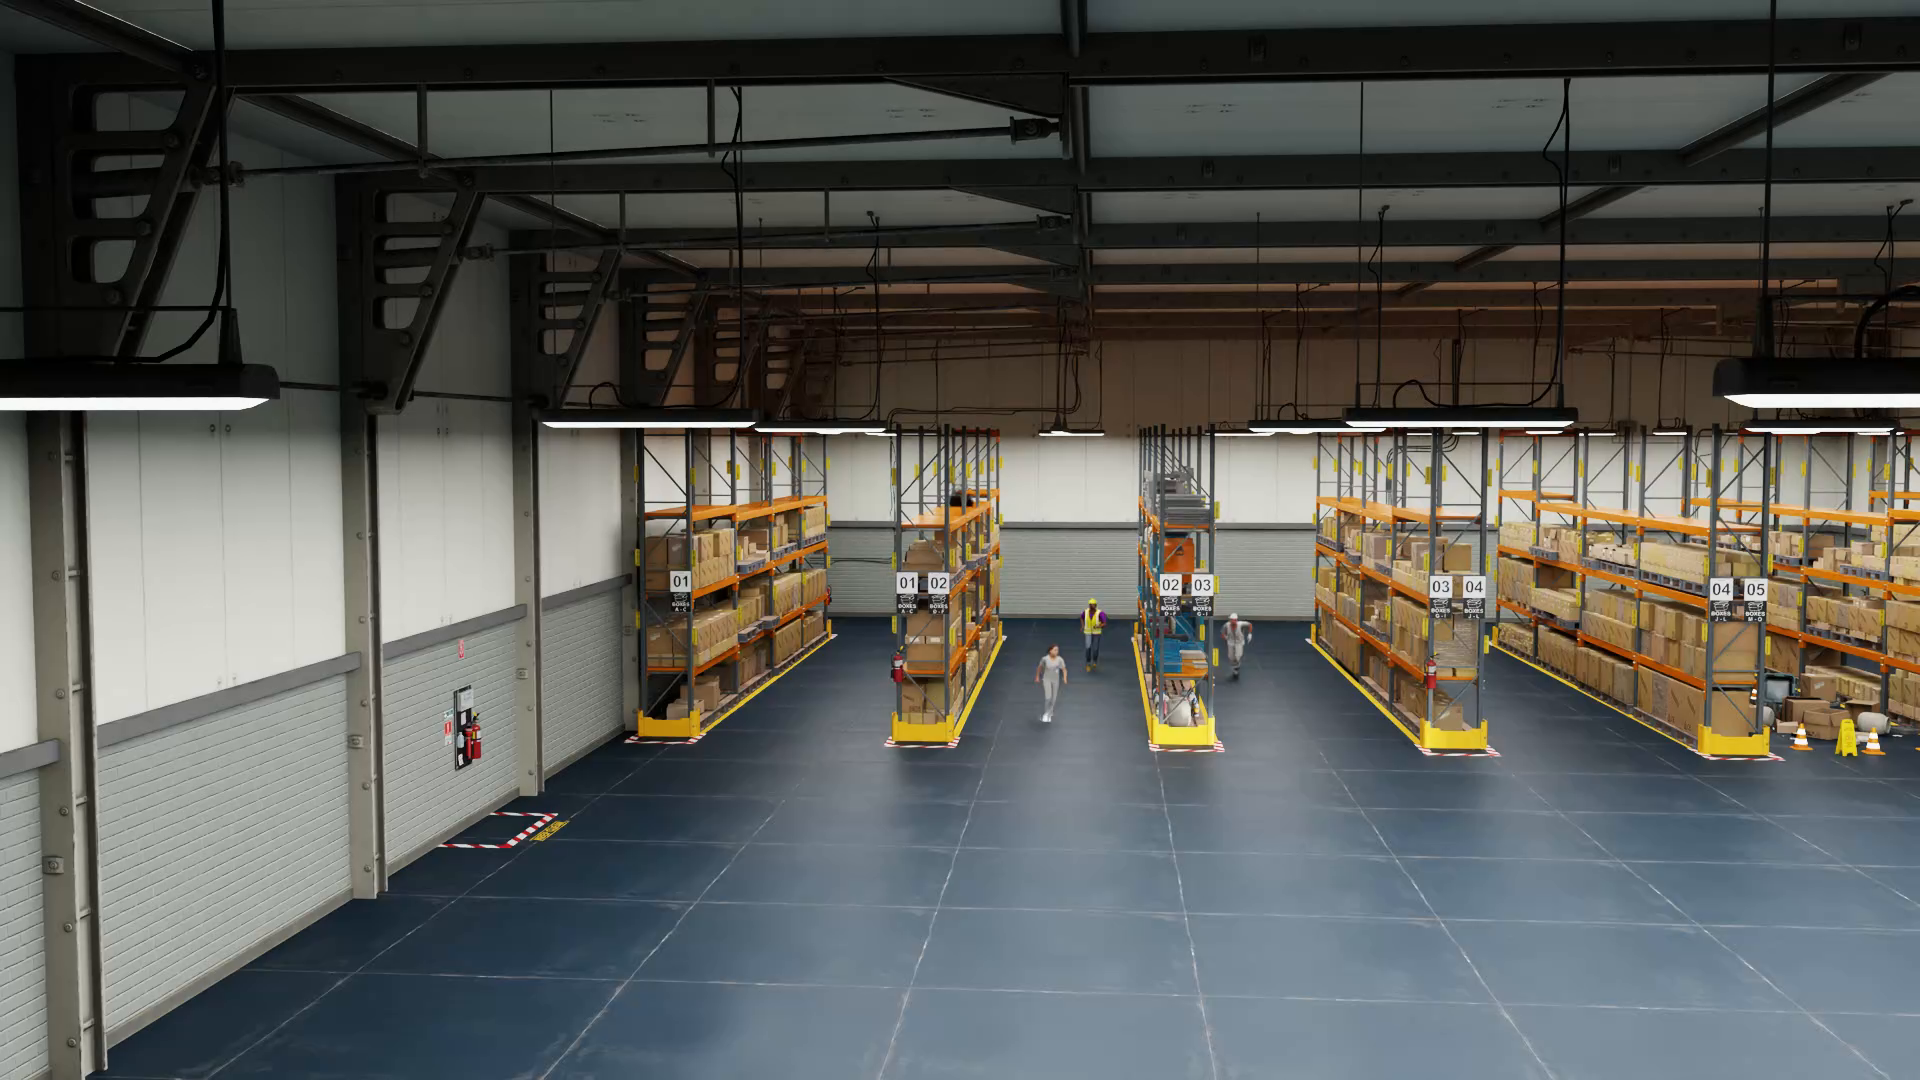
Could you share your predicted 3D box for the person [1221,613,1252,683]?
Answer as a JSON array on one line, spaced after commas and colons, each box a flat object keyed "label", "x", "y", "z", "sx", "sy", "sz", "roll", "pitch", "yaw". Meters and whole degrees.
[{"label": "person", "x": 6.508, "y": 2.523, "z": 39.147, "sx": 0.711, "sy": 1.671, "sz": 0.964, "roll": 1, "pitch": 4, "yaw": 15}]

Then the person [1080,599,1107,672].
[{"label": "person", "x": 3.296, "y": 2.355, "z": 41.069, "sx": 0.662, "sy": 1.822, "sz": 0.815, "roll": 1, "pitch": 4, "yaw": 10}]

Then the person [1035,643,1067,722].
[{"label": "person", "x": 1.855, "y": 2.868, "z": 33.356, "sx": 0.549, "sy": 1.616, "sz": 0.766, "roll": -1, "pitch": 4, "yaw": -13}]
